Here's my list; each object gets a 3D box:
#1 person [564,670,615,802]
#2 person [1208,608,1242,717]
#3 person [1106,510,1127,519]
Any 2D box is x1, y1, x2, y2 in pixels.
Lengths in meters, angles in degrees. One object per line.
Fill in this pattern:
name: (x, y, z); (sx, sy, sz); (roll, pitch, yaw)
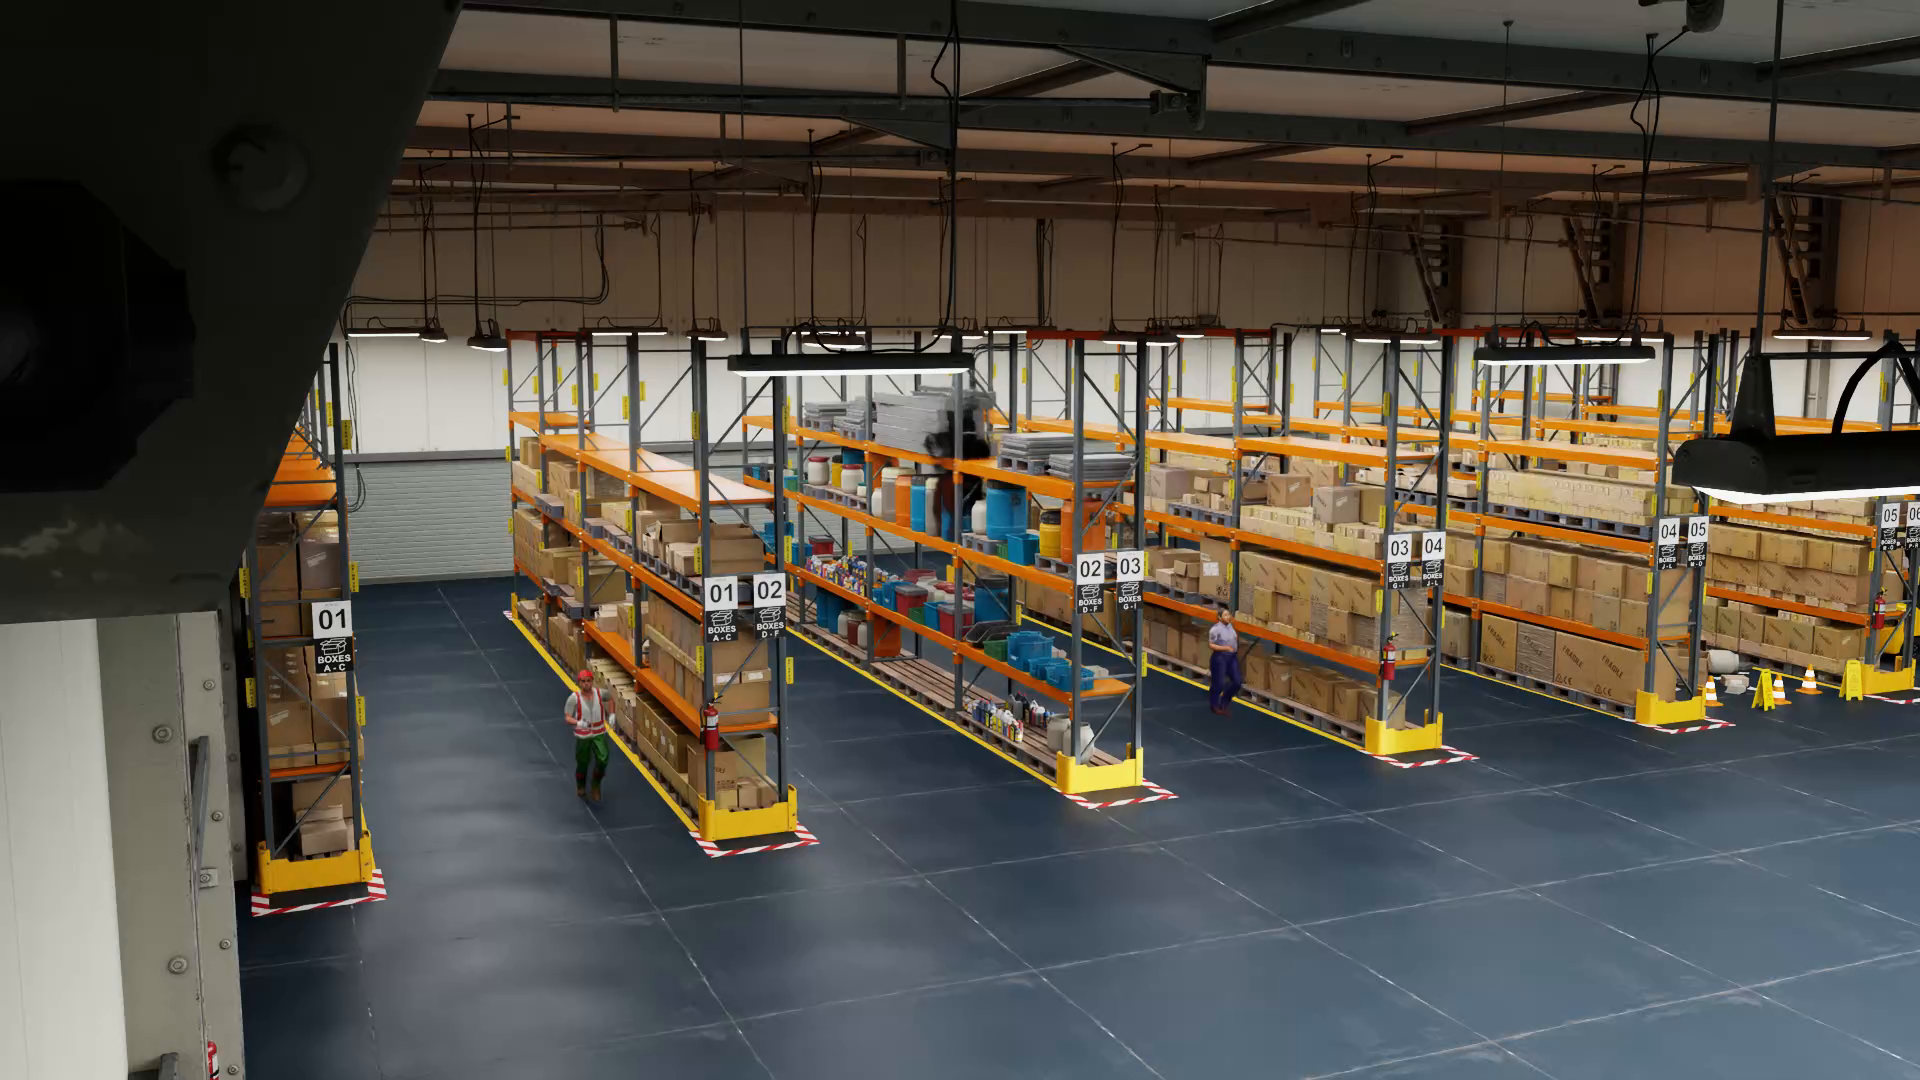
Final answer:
person: (-4.762, 2.525, 21.488); (0.675, 1.748, 0.852); (-3, 8, -19)
person: (4.026, 1.867, 25.033); (0.591, 1.691, 0.576); (-5, 9, -33)
person: (3.844, -0.159, 41.466); (0.865, 1.709, 0.769); (-5, 9, -33)
